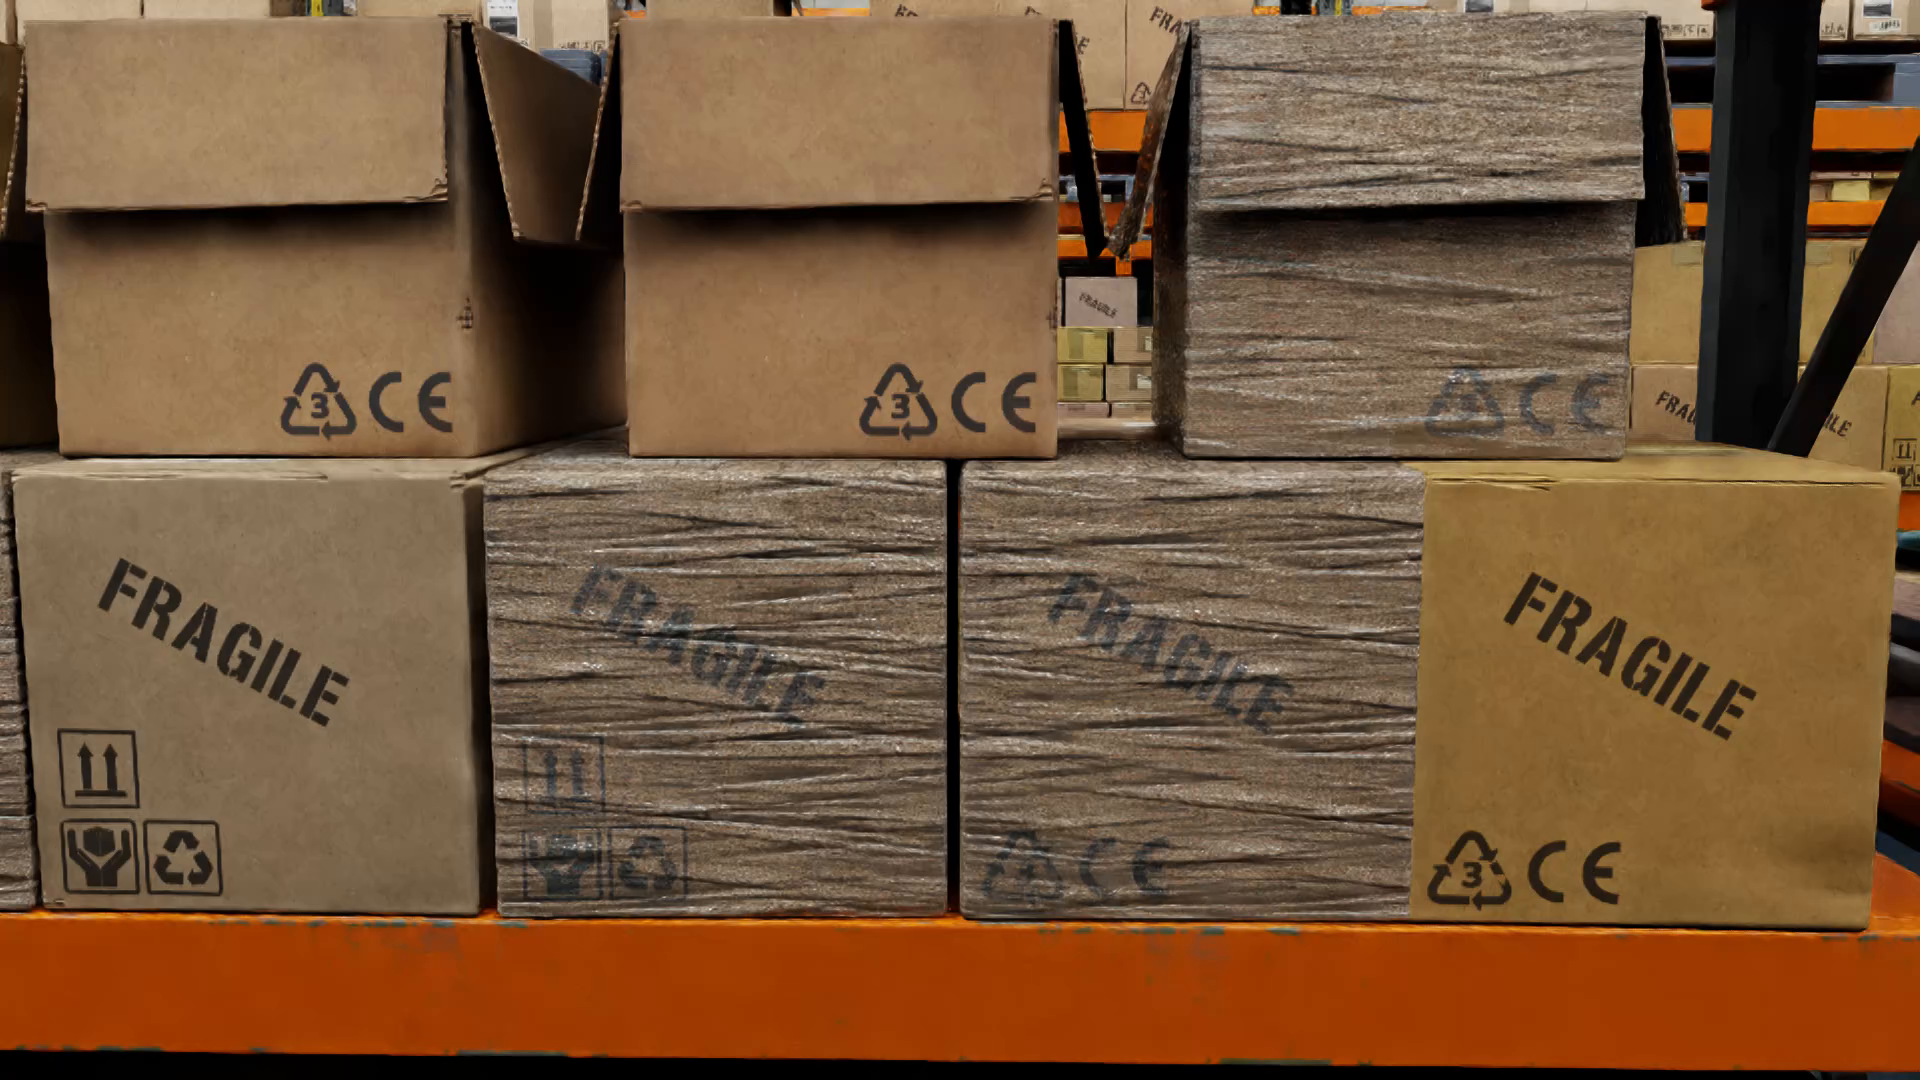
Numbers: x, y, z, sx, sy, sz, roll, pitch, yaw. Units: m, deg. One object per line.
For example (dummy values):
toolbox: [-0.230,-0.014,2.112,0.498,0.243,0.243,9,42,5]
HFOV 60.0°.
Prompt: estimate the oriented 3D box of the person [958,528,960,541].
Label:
person: [0.071,-0.070,9.430,0.747,1.637,0.603,-7,10,-43]
